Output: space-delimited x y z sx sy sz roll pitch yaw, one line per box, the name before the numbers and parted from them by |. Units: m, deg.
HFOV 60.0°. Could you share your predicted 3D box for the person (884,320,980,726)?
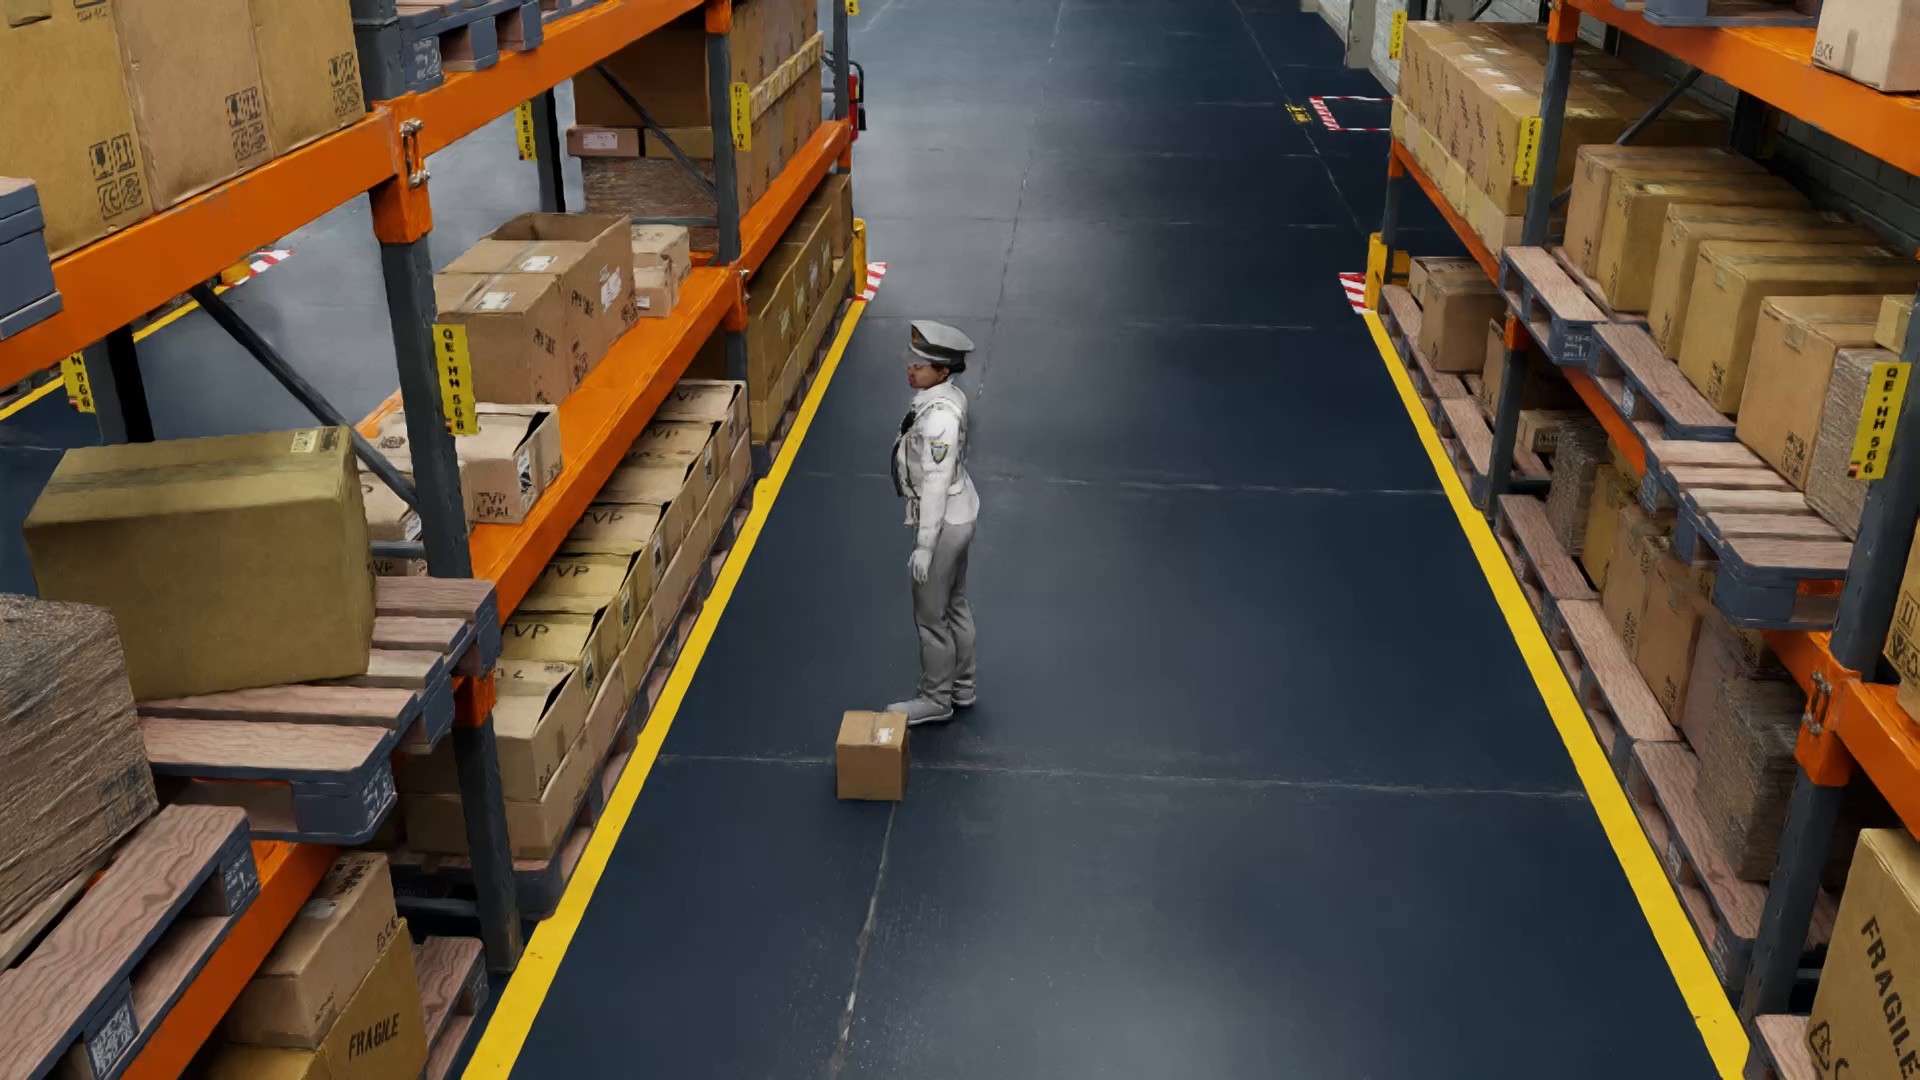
person | -0.110 -0.062 6.672 0.377 1.685 0.559 3 25 6
